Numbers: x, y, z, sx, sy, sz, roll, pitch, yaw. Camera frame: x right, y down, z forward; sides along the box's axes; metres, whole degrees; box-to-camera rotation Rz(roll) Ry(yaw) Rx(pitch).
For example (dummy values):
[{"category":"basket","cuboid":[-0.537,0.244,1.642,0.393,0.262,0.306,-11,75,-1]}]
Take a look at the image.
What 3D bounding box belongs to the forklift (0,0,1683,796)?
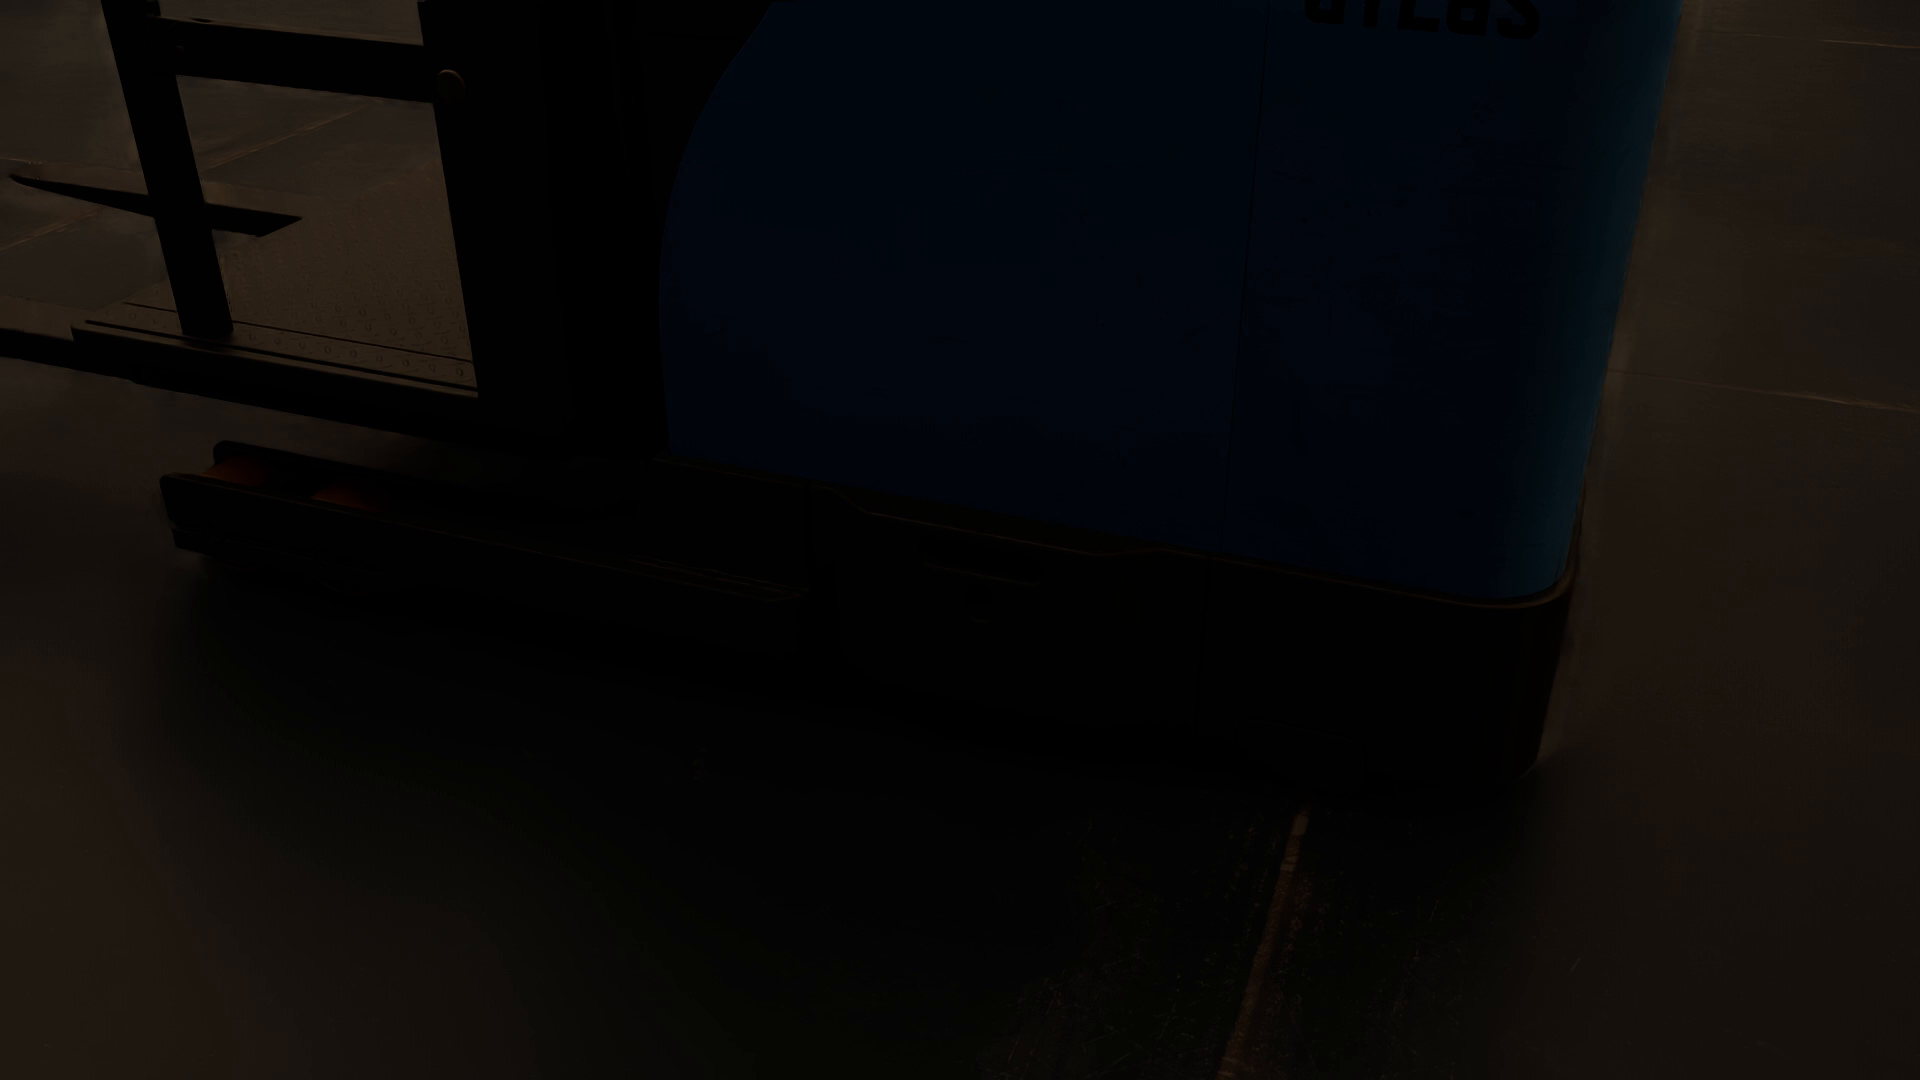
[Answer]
[{"category":"forklift","cuboid":[-0.600,-1.425,2.042,3.031,2.935,1.130,11,31,18]}]
